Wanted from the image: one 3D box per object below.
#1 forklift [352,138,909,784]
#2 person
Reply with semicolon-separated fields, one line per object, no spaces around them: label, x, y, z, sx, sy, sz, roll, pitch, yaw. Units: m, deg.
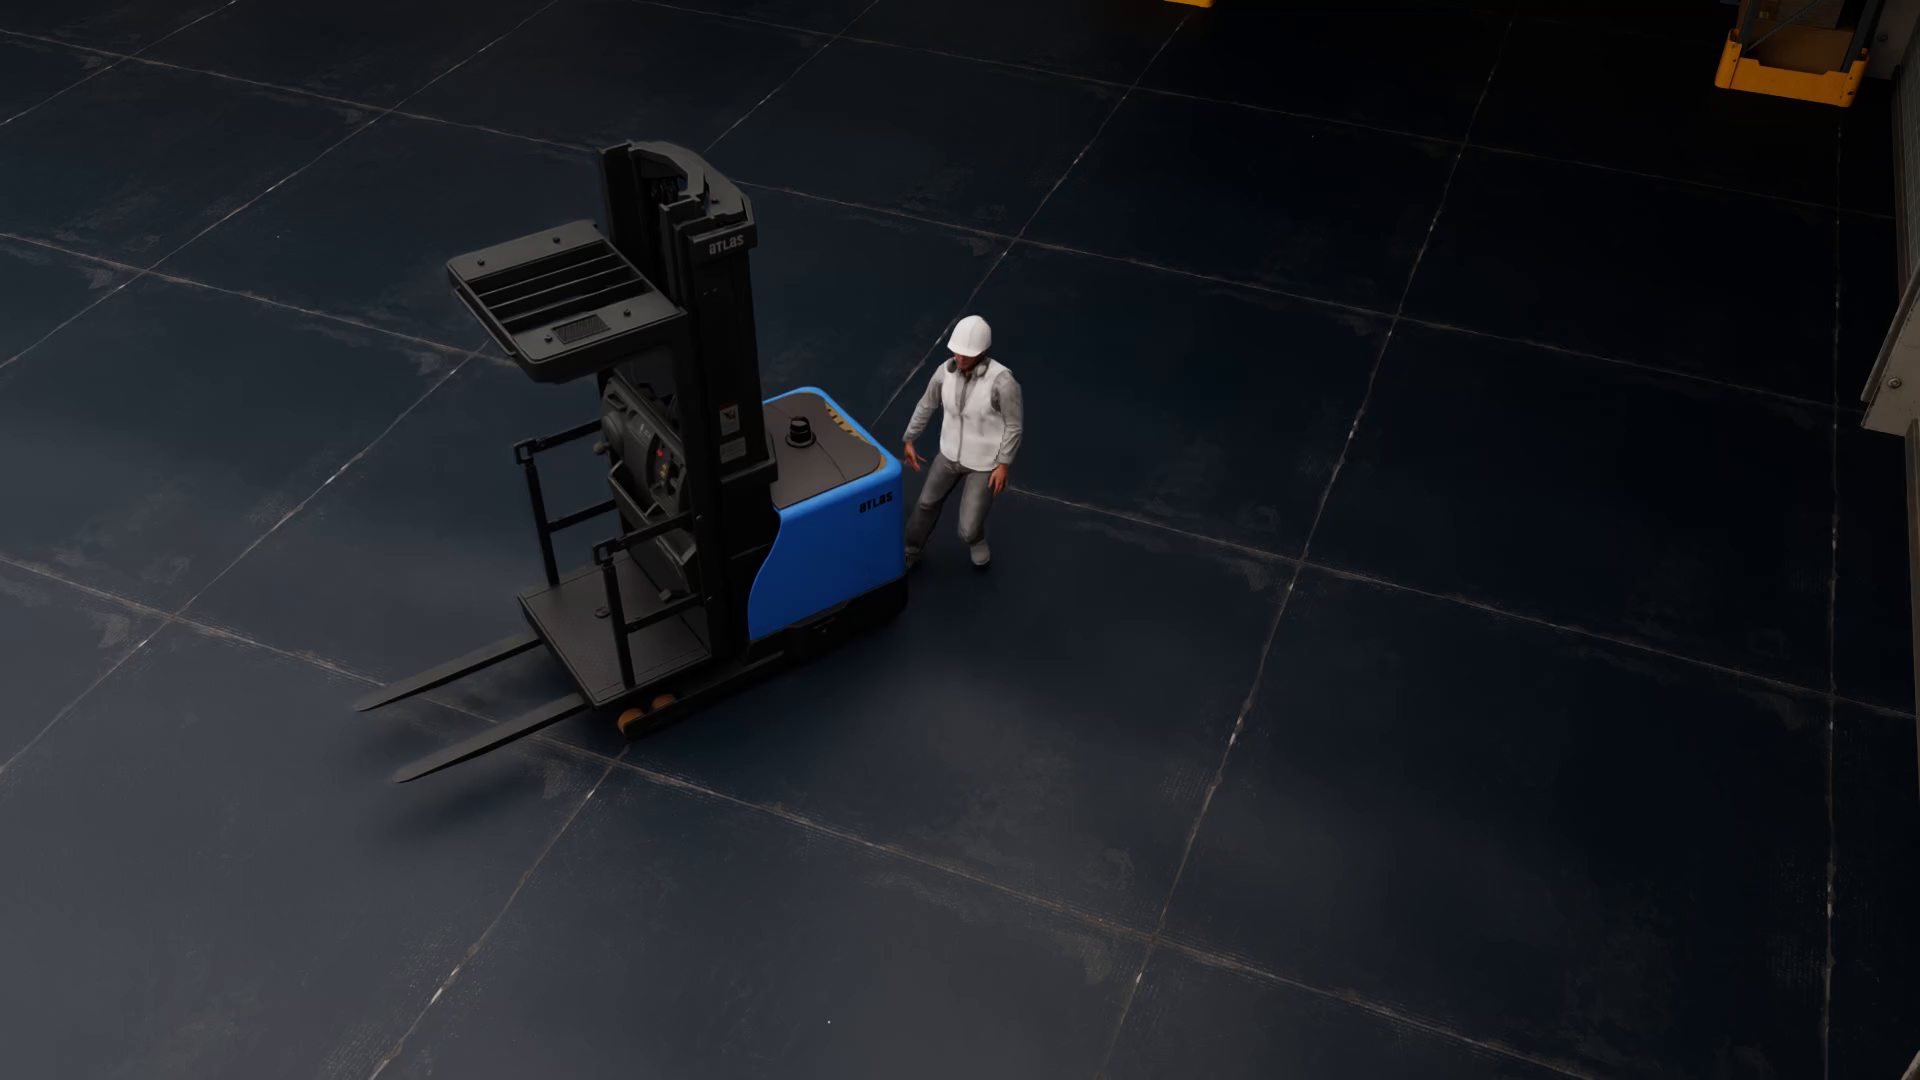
forklift;-1.809;-0.437;8.528;3.031;2.935;1.130;-23;45;-25
person;-0.048;-0.454;9.512;0.697;1.711;0.710;24;46;26
